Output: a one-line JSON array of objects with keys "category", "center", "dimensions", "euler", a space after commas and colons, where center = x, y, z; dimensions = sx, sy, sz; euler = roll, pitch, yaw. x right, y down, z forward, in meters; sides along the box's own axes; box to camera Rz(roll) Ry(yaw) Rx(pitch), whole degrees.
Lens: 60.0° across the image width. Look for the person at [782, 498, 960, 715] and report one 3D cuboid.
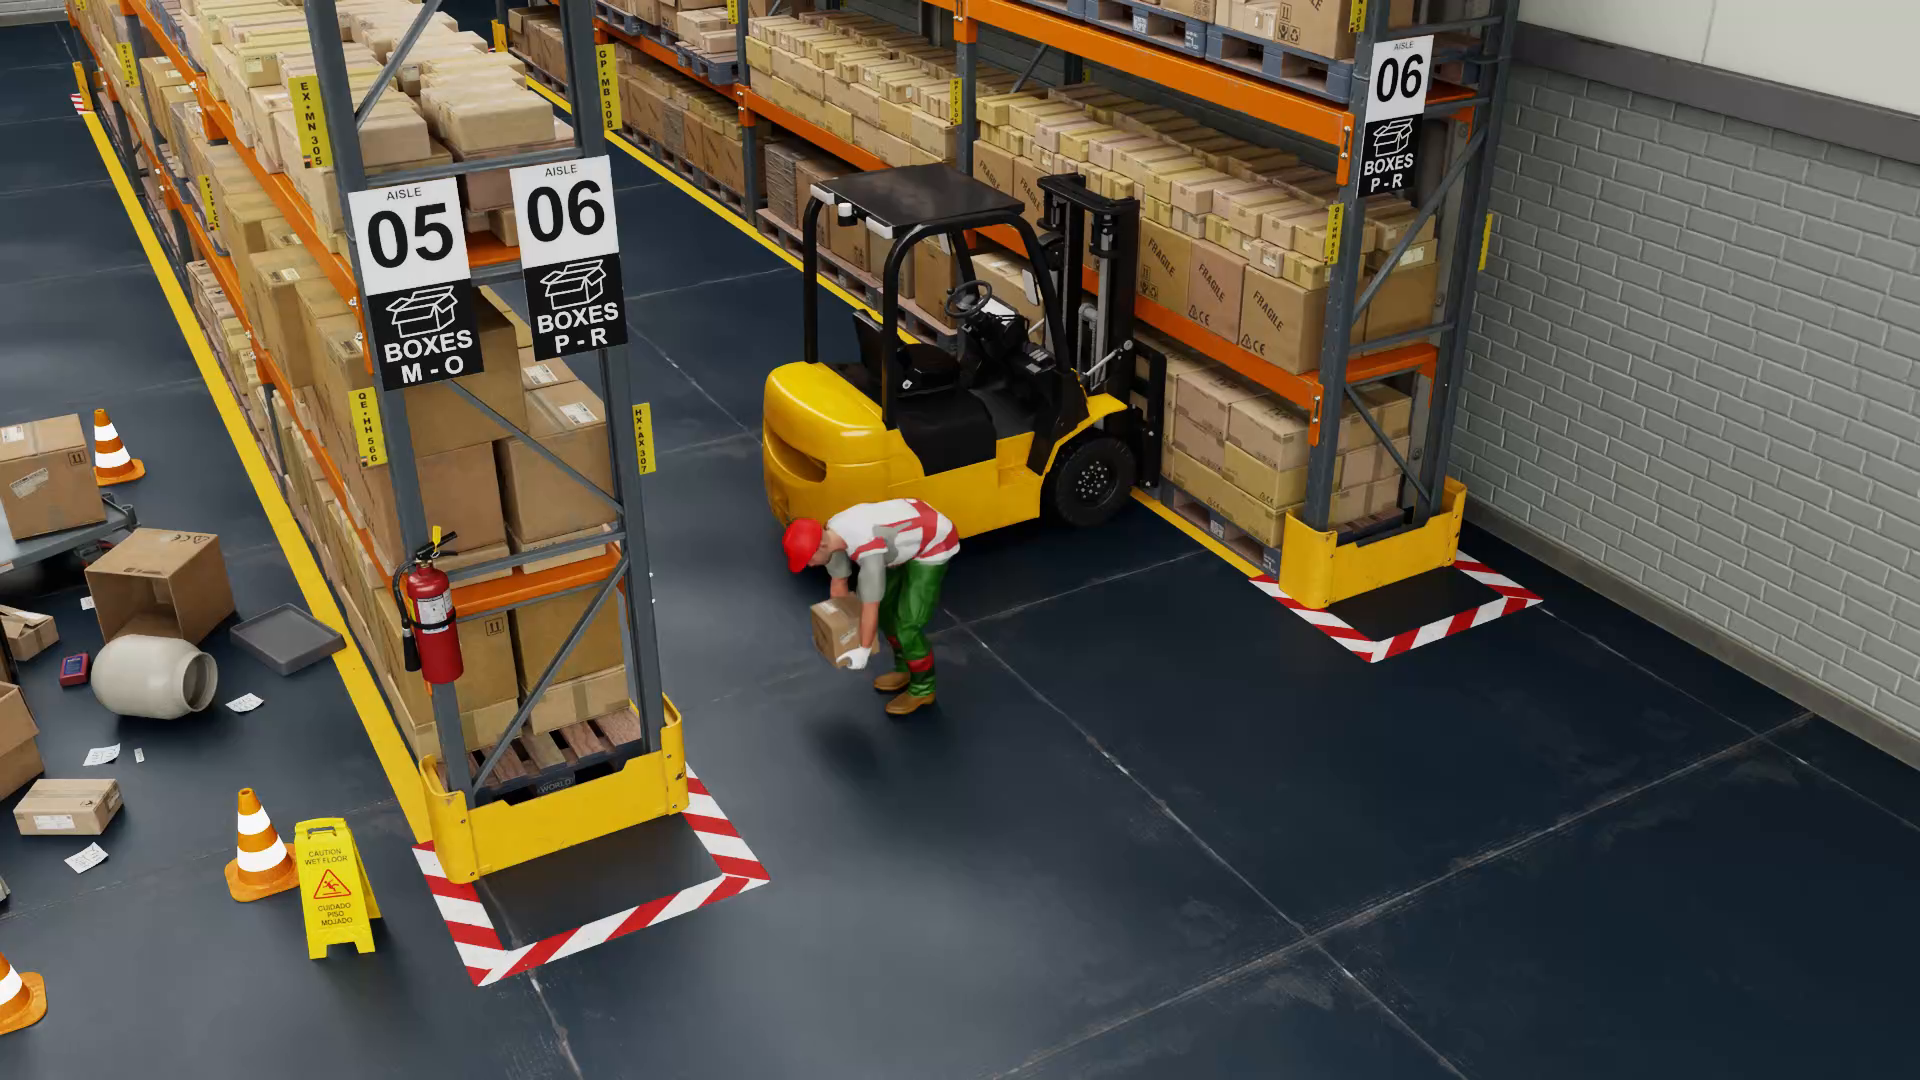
[{"category": "person", "center": [-0.457, 0.342, 8.507], "dimensions": [0.949, 1.218, 0.483], "euler": [-17, 33, -28]}]
